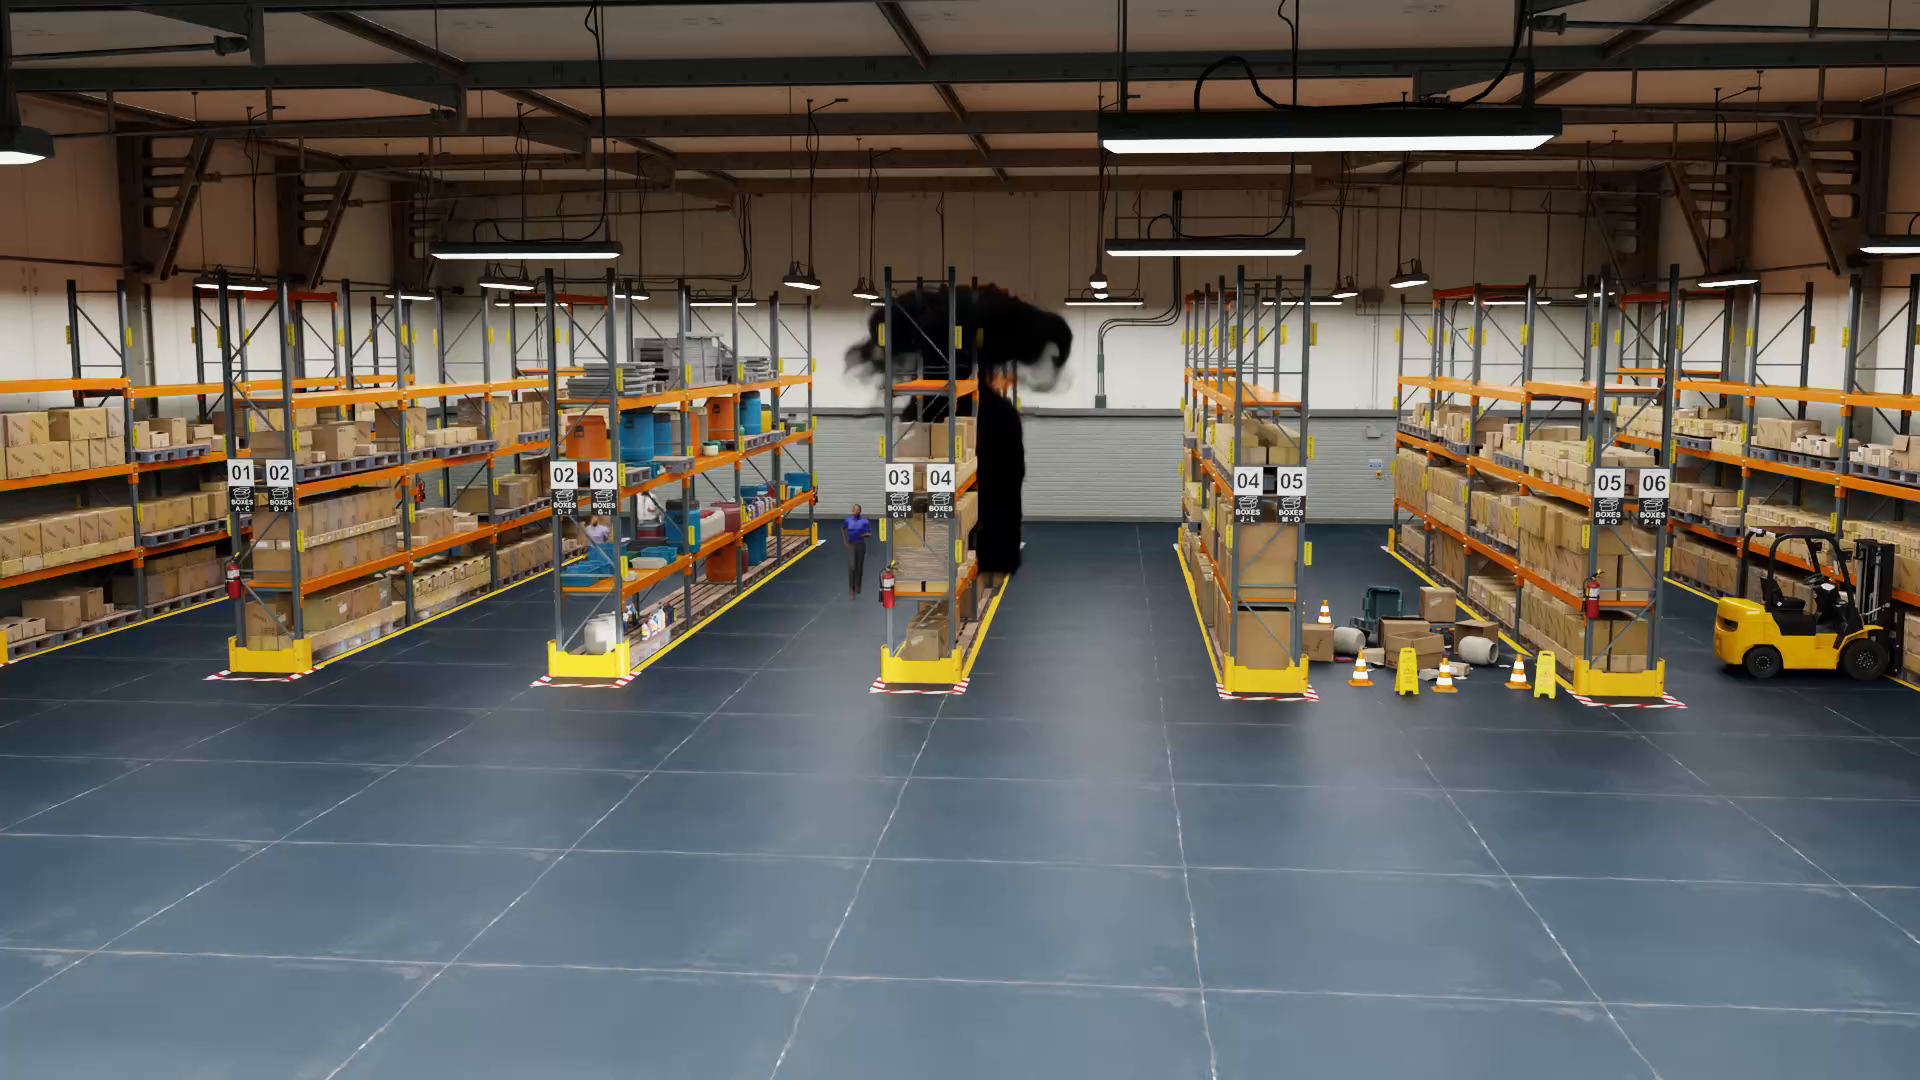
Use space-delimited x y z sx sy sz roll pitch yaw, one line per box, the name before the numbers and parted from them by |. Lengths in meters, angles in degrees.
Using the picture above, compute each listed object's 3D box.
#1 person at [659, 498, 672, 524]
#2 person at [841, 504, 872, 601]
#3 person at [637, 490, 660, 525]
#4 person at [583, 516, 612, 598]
person | -6.171 -0.071 35.260 0.505 1.643 0.714 0 7 3
person | -1.894 0.253 30.444 0.563 1.635 0.738 -1 7 -6
person | -7.157 -0.475 37.871 0.662 1.782 0.831 -1 7 -4
person | -7.070 0.276 32.398 0.618 1.629 0.719 1 7 7
